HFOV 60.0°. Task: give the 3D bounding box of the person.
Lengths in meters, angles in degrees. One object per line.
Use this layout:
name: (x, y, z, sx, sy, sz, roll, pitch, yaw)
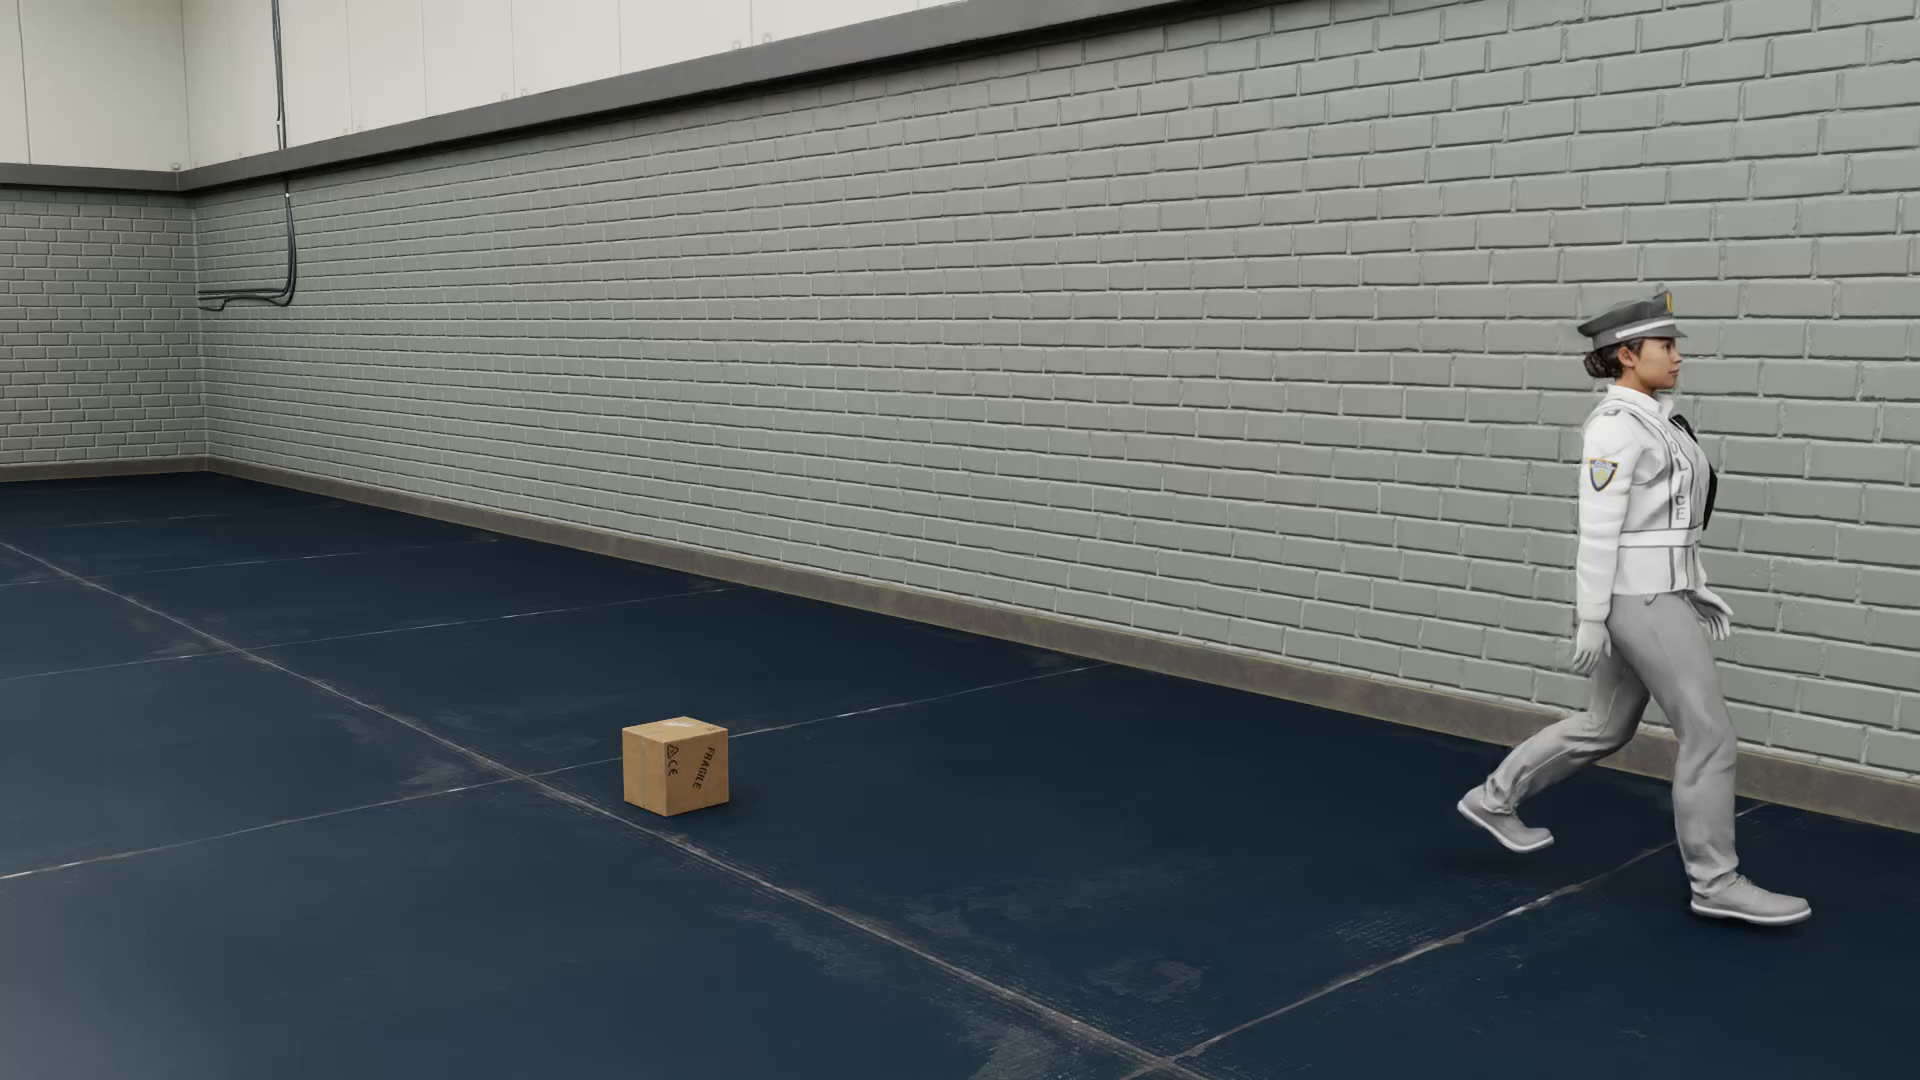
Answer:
person: (1.852, 0.150, 4.517, 0.922, 1.643, 0.491, 4, 9, 29)
